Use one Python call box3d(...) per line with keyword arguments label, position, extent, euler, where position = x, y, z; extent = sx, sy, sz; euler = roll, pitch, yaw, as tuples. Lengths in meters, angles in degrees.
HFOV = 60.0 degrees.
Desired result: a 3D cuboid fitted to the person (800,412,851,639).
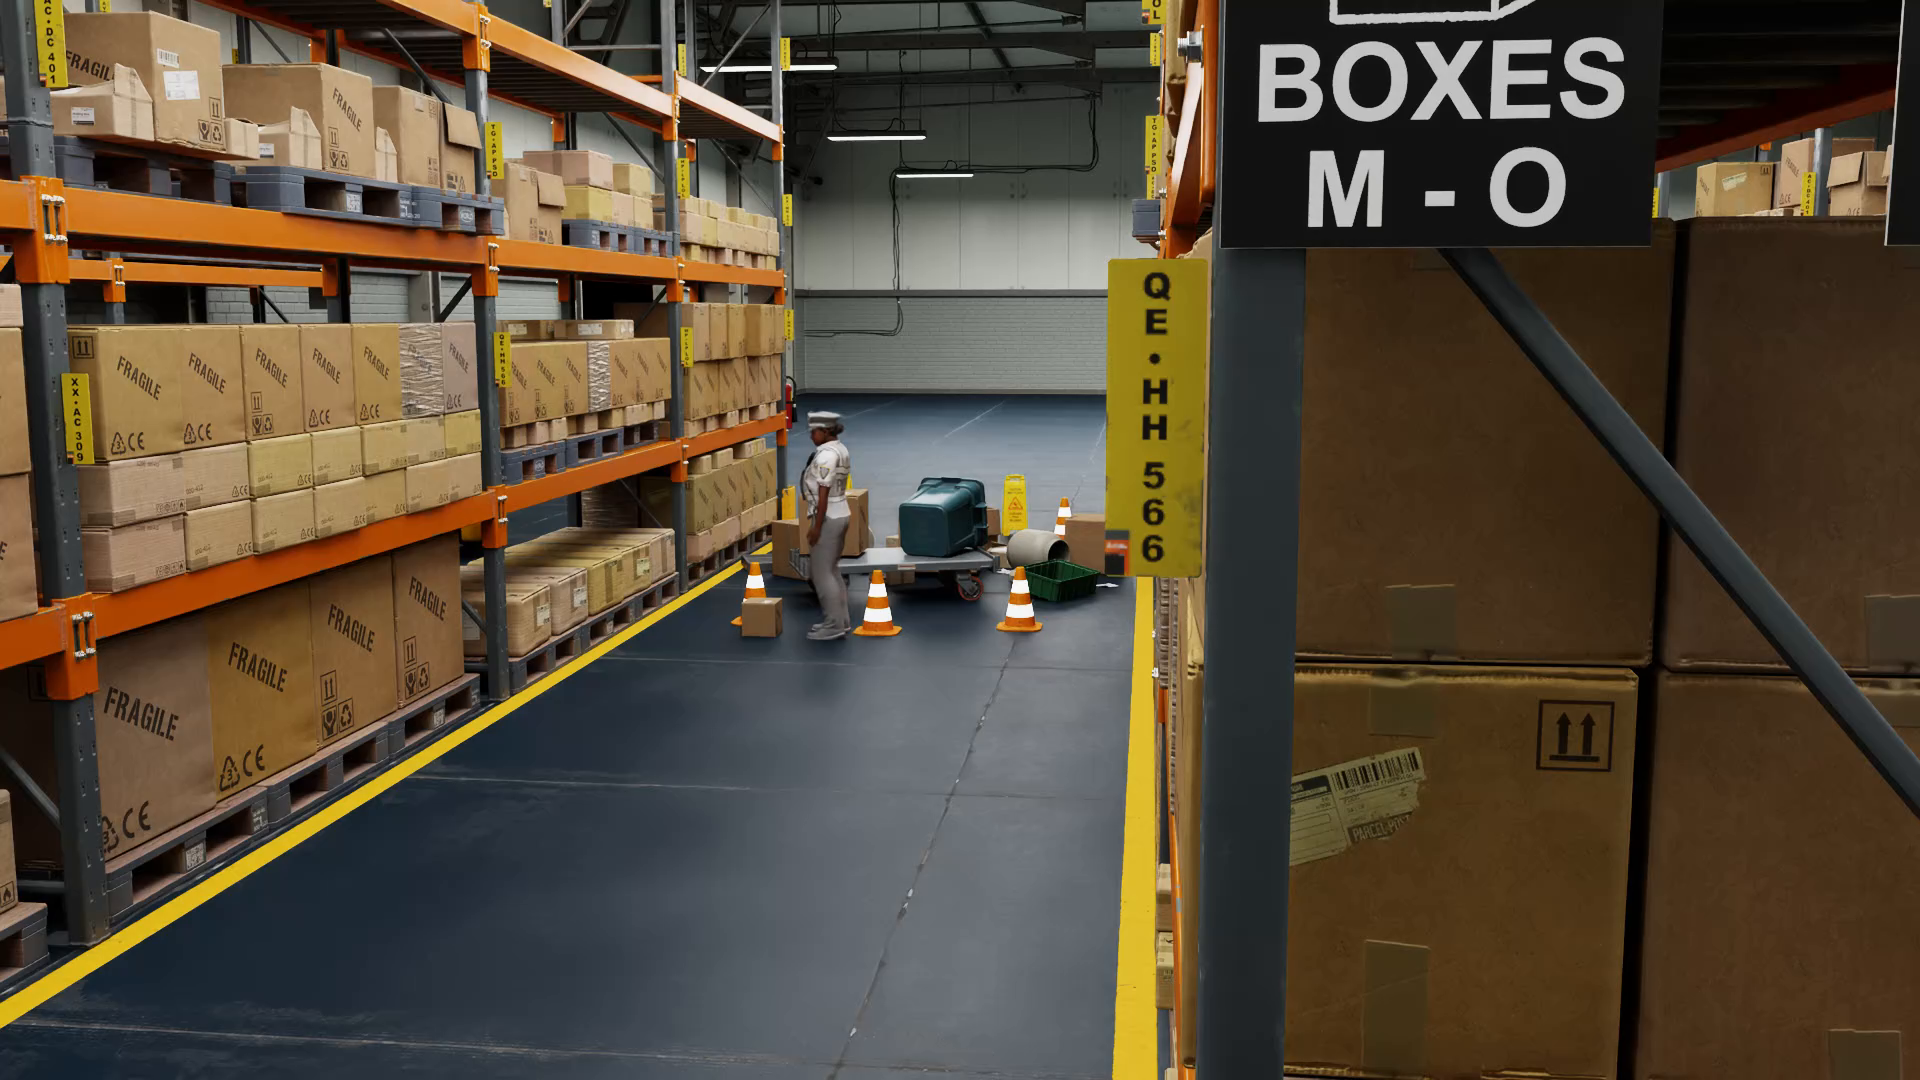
box3d(label="person", position=(-0.975, -0.106, 12.164), extent=(0.339, 1.665, 0.439), euler=(1, 8, 7))
